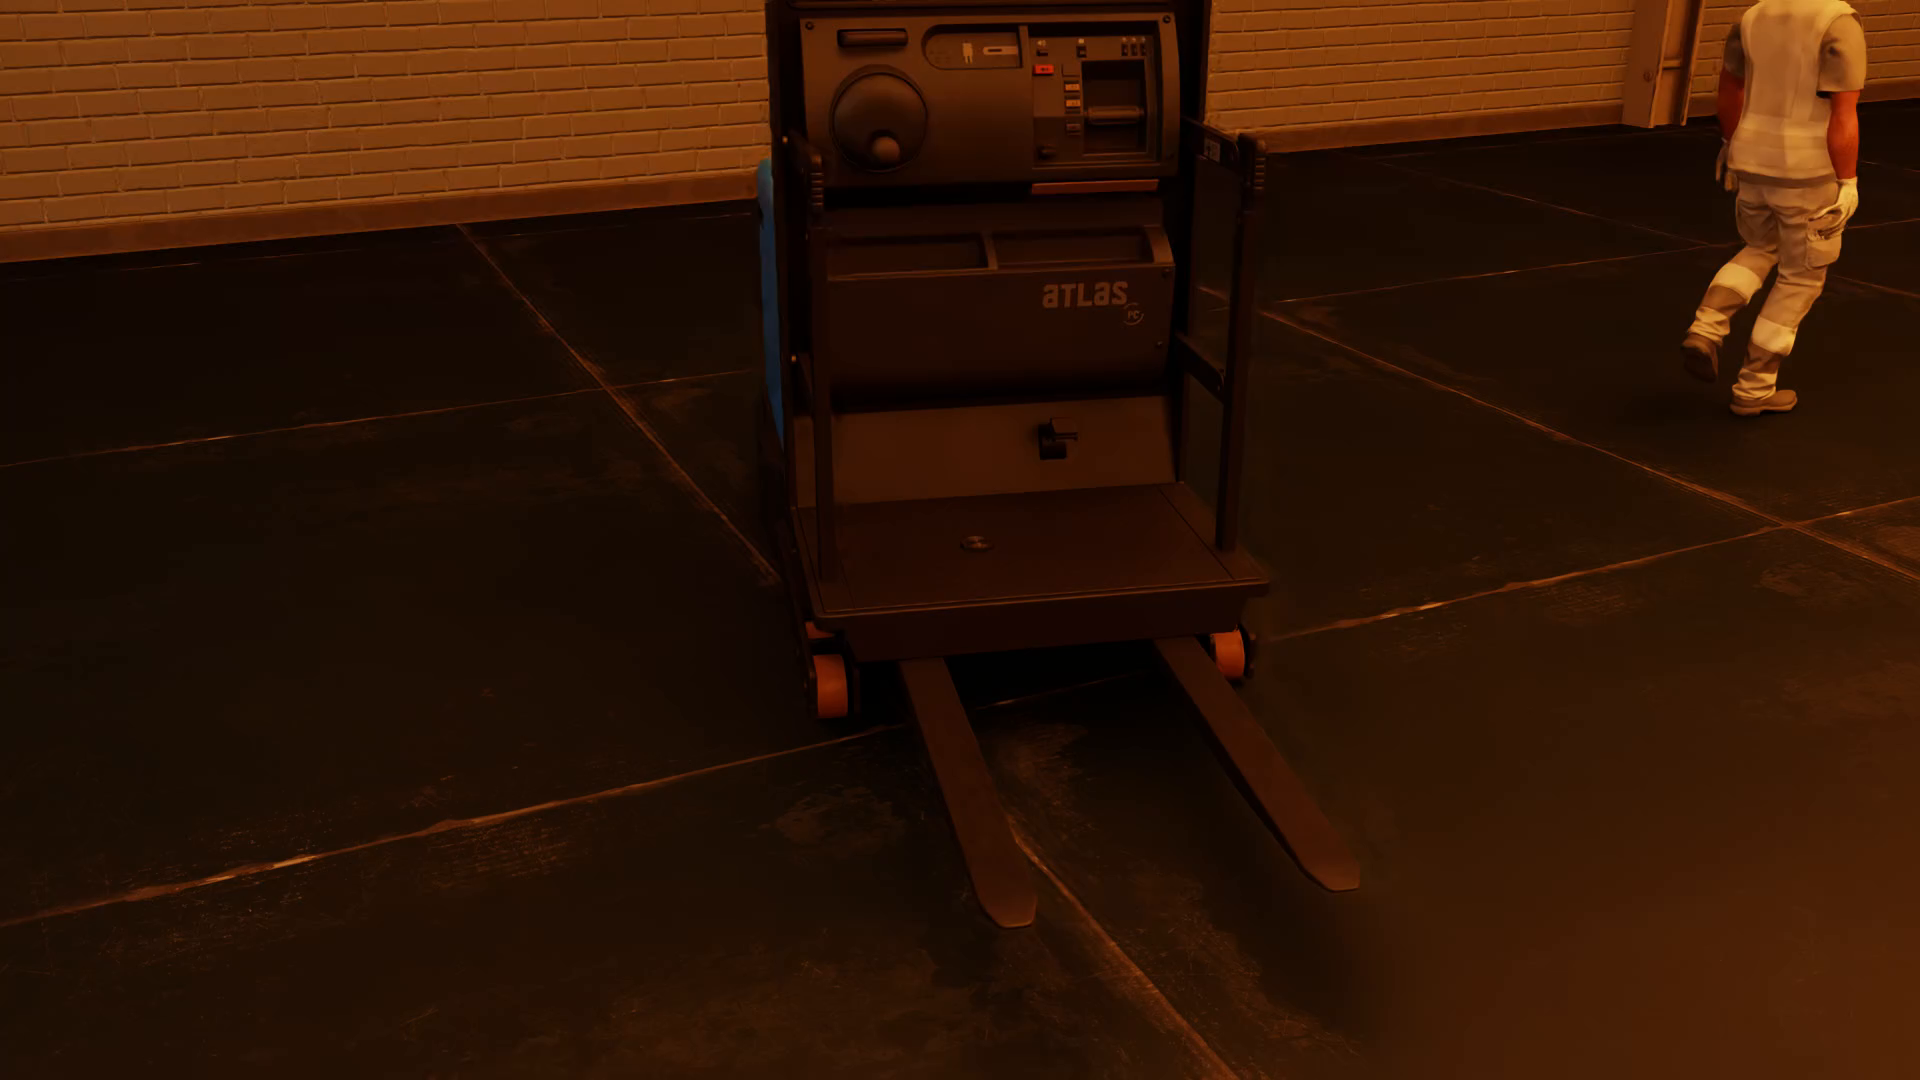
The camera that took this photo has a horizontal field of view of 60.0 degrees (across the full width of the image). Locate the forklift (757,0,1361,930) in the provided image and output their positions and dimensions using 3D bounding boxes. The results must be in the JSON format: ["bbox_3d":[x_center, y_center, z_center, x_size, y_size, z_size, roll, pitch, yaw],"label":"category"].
[{"bbox_3d":[0.122,-1.066,3.852,1.130,2.935,3.031,-4,23,-10],"label":"forklift"}]

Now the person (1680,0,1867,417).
[{"bbox_3d":[3.012,-1.336,6.023,0.468,1.767,0.719,-10,25,-24],"label":"person"}]
